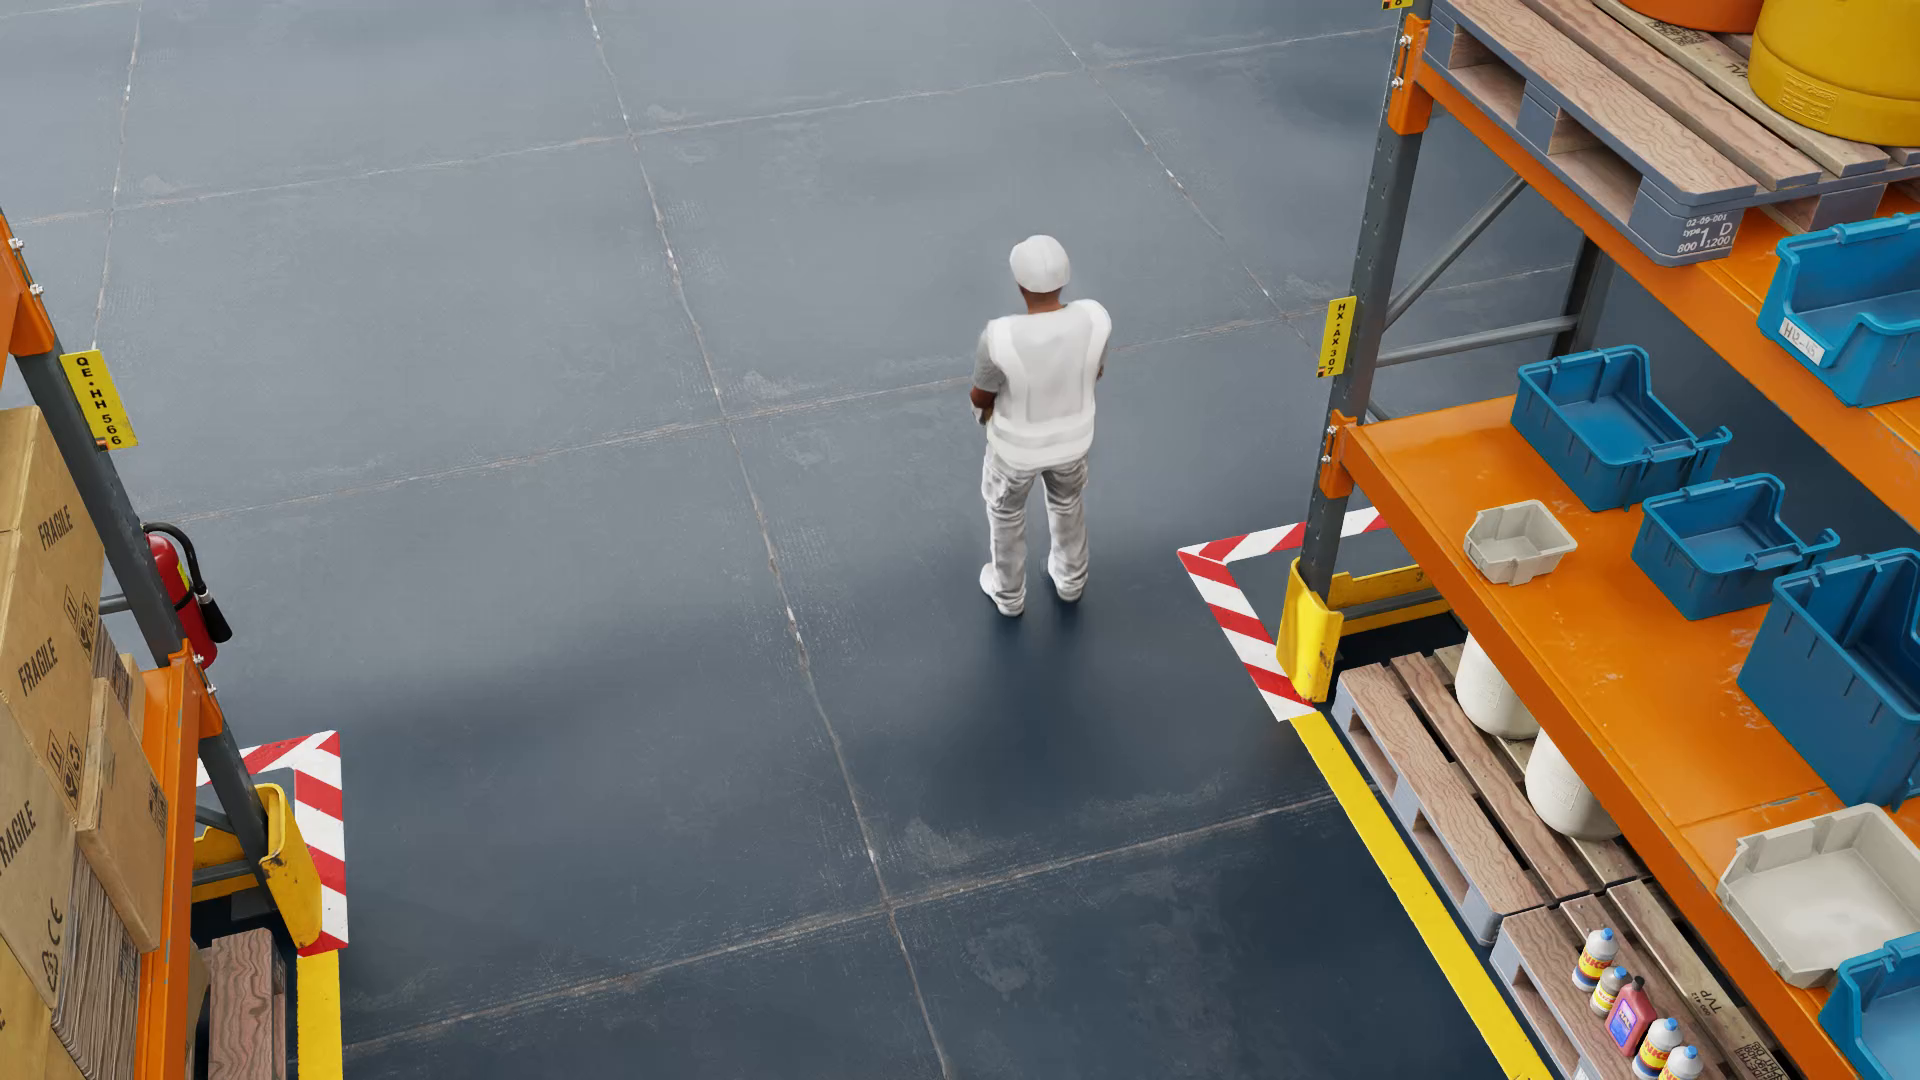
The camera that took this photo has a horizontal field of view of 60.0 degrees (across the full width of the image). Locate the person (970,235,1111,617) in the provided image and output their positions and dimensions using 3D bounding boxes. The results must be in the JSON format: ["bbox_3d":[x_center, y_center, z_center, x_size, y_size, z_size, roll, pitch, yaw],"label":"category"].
[{"bbox_3d":[0.290,-0.457,6.652,0.549,1.788,0.490,-12,43,-13],"label":"person"}]
